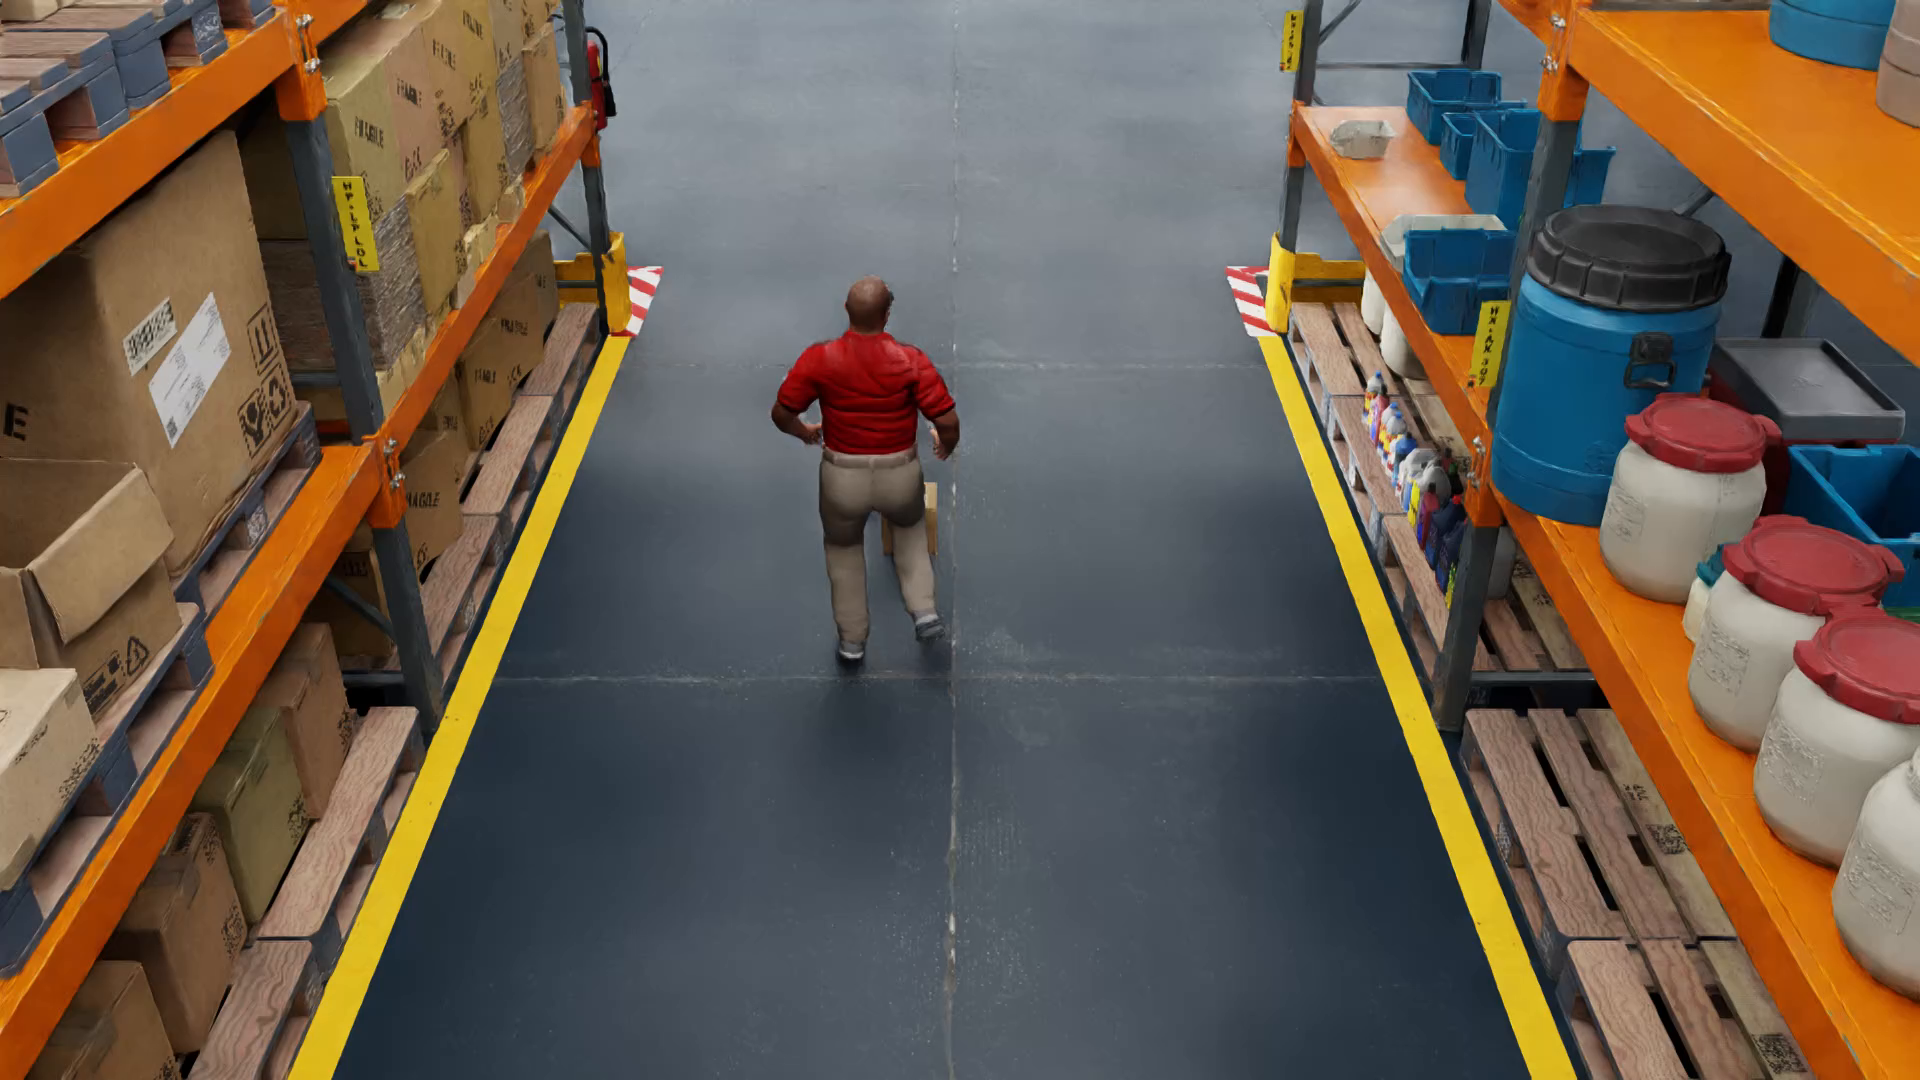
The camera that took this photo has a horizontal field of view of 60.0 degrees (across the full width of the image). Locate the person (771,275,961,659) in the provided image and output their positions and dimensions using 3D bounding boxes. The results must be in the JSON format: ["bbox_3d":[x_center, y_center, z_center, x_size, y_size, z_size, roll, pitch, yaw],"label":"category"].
[{"bbox_3d":[-0.371,-0.279,6.644,0.722,1.702,0.512,-3,31,-4],"label":"person"}]
